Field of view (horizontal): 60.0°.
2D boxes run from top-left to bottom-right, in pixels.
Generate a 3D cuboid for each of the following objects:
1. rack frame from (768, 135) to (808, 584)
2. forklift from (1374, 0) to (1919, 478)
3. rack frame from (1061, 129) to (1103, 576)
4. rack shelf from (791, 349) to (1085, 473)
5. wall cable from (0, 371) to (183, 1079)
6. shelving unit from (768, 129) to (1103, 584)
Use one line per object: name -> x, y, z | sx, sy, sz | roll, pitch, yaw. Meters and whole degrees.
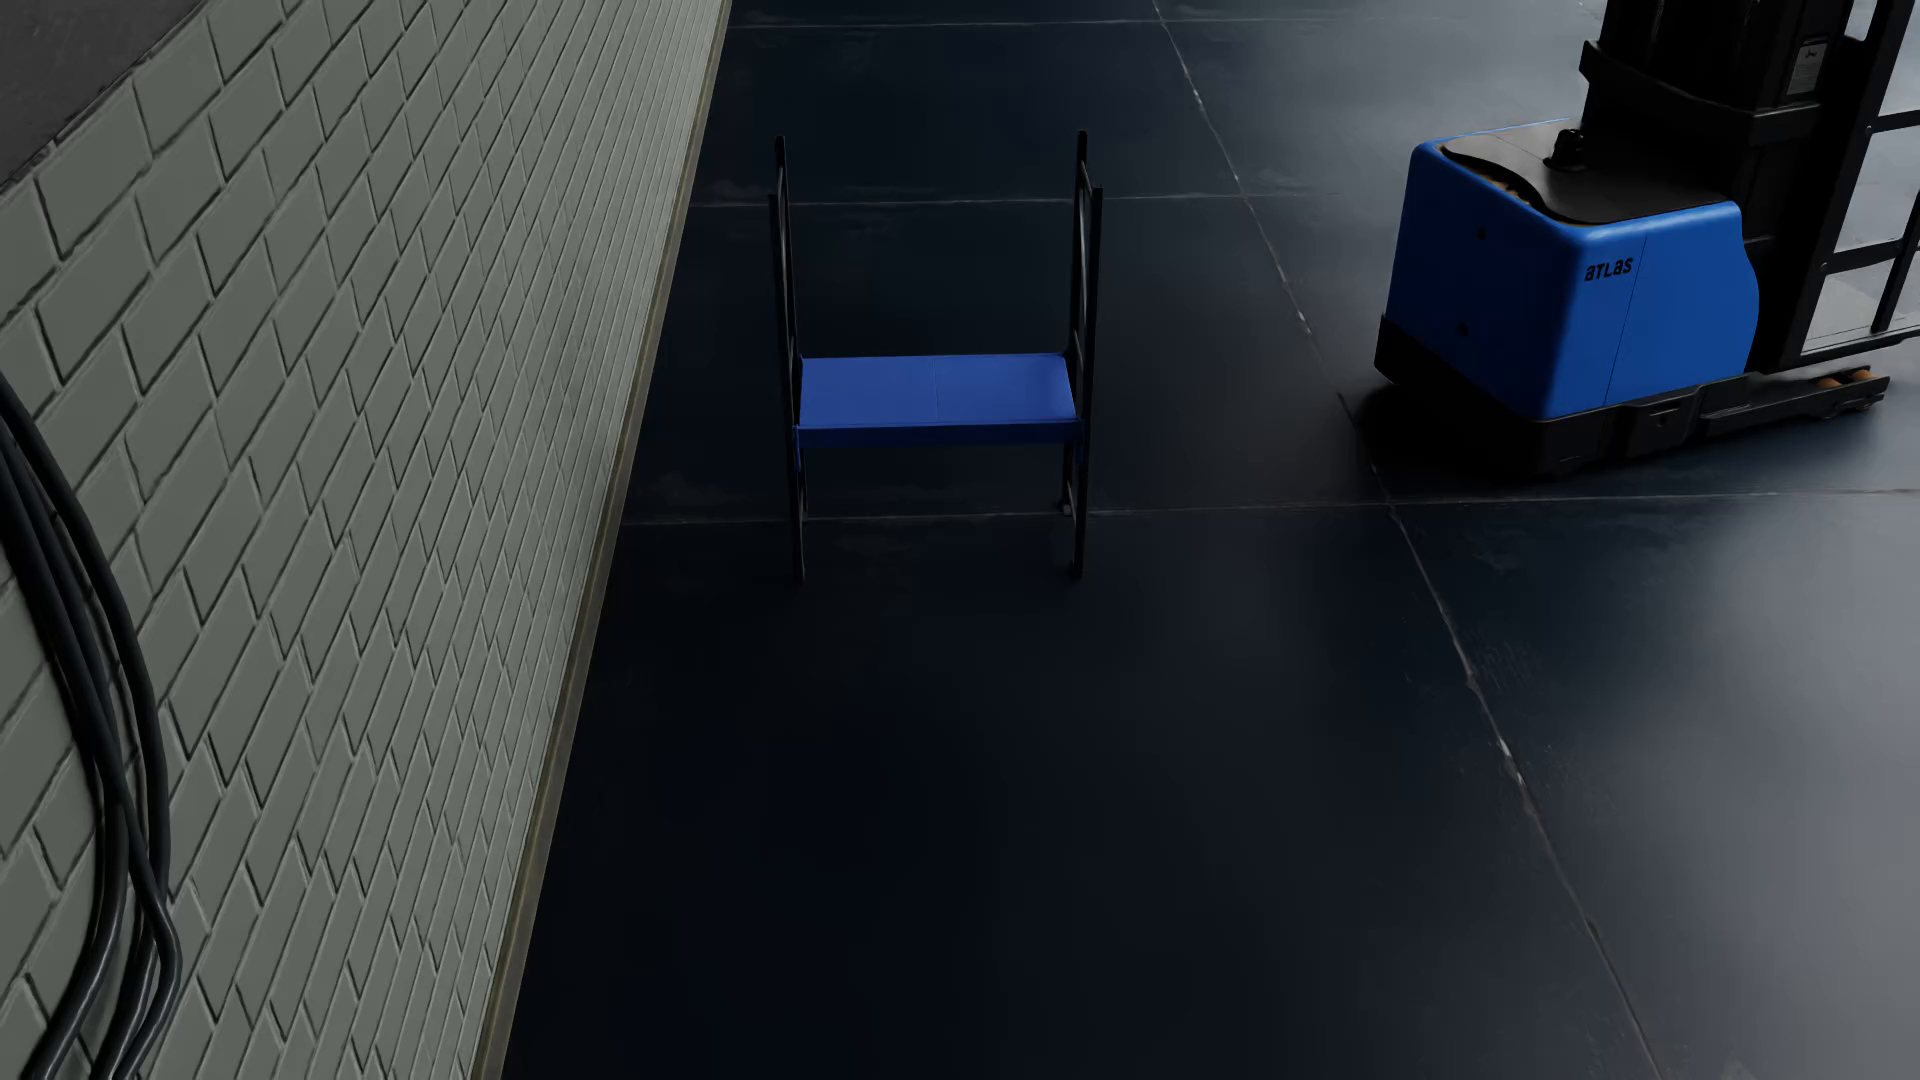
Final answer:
rack frame -> -0.593, -0.601, 5.800 | 0.032, 1.500, 0.500 | -2, 35, -2
forklift -> 3.366, -1.980, 6.535 | 3.031, 2.935, 1.130 | -13, 37, -18
rack frame -> 0.423, -0.628, 5.840 | 0.032, 1.500, 0.500 | -2, 35, -2
rack shelf -> -0.085, -0.467, 5.922 | 1.000, 0.185, 0.538 | -2, 35, -2
wall cable -> -1.035, 0.353, 0.561 | 0.112, 2.526, 3.097 | -2, 35, -2
shelving unit -> -0.085, -0.614, 5.820 | 1.048, 1.500, 0.538 | -2, 35, -2
